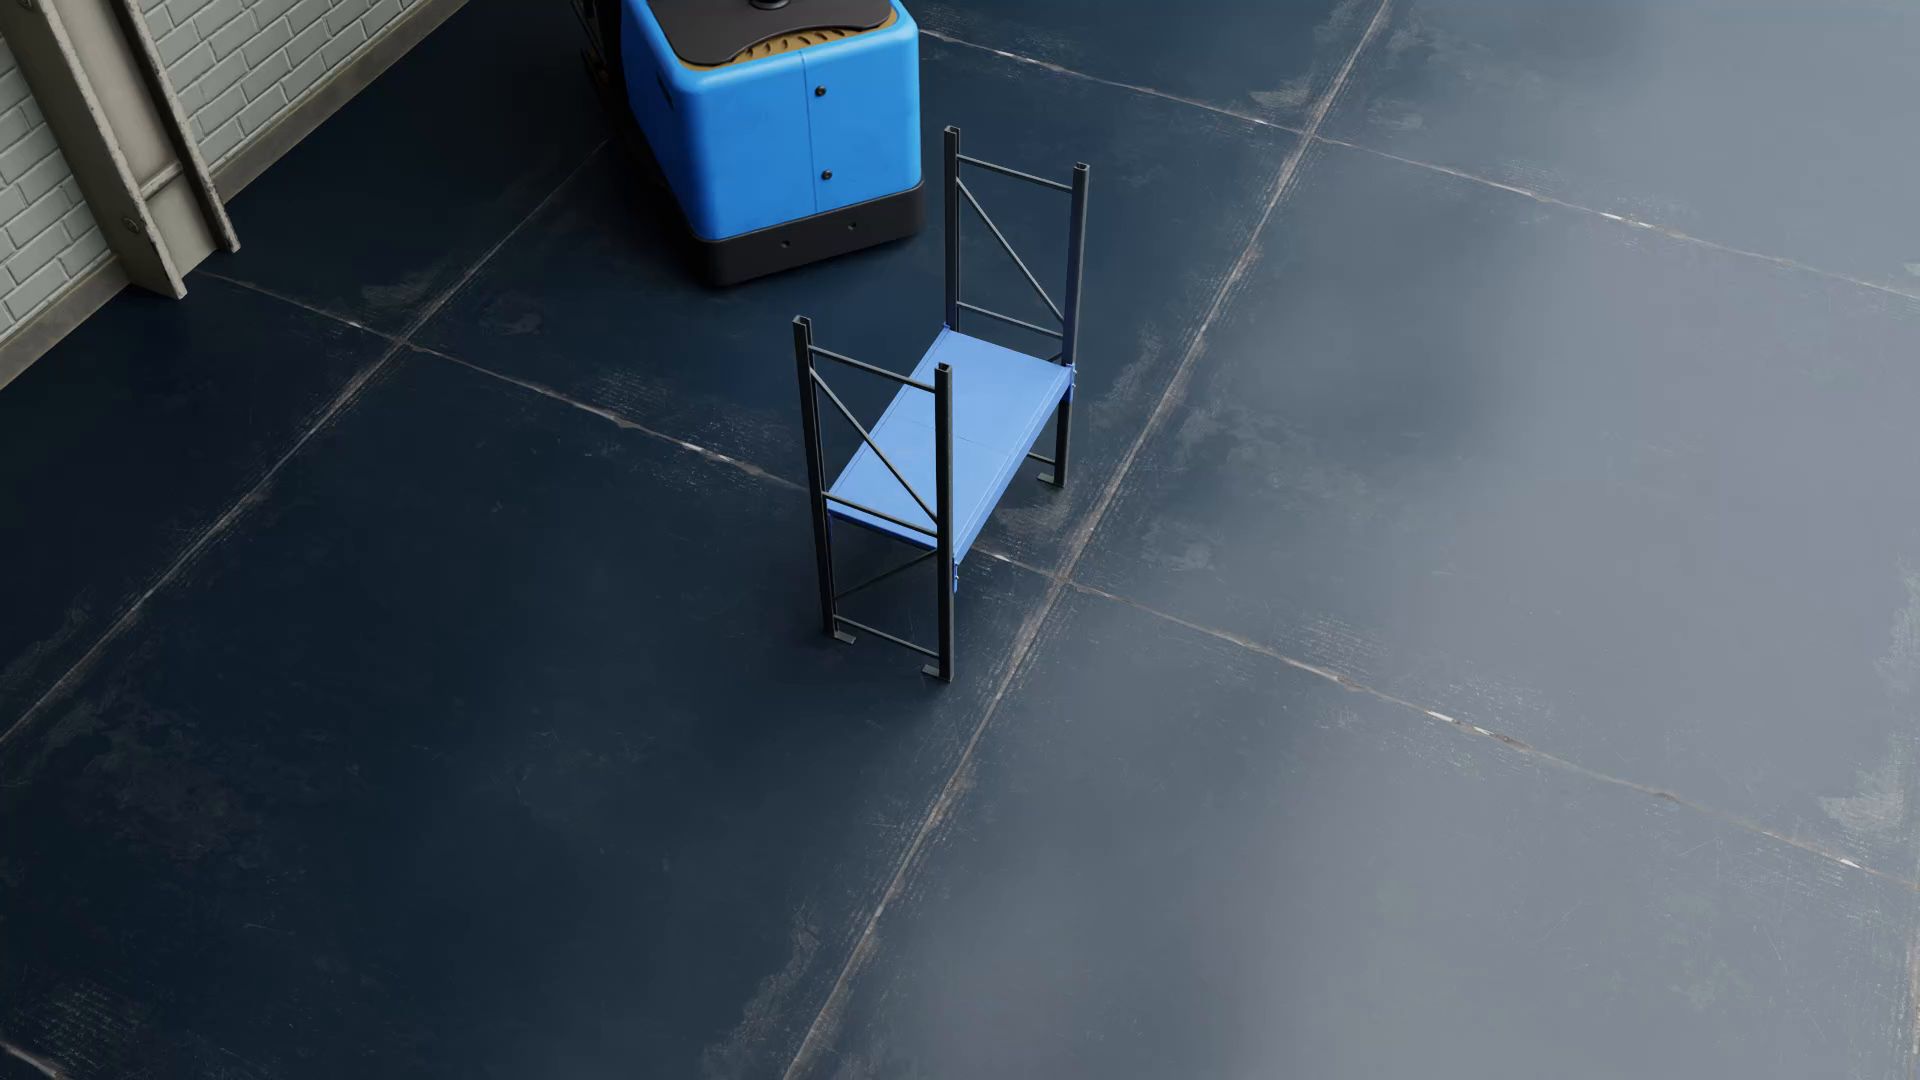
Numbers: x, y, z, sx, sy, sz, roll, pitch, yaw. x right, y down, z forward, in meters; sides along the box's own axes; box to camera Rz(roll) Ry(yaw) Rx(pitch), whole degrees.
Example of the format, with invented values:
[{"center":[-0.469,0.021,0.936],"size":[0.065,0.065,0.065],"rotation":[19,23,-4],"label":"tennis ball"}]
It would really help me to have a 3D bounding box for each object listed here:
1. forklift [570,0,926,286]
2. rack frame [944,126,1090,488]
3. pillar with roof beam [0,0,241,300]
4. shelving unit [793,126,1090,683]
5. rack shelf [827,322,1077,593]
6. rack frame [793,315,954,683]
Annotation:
[{"center":[-1.198,-3.173,7.026],"size":[1.130,2.935,3.031],"rotation":[-18,52,-15],"label":"forklift"},{"center":[0.181,-0.777,5.927],"size":[0.500,1.500,0.032],"rotation":[20,52,16],"label":"rack frame"},{"center":[0.492,-2.730,2.664],"size":[9.100,9.000,0.400],"rotation":[20,52,16],"label":"pillar with roof beam"},{"center":[-0.036,-0.427,5.629],"size":[0.538,1.500,1.048],"rotation":[20,52,16],"label":"shelving unit"},{"center":[-0.036,-0.311,5.766],"size":[0.538,0.185,1.000],"rotation":[20,52,16],"label":"rack shelf"},{"center":[-0.254,-0.077,5.331],"size":[0.500,1.500,0.032],"rotation":[20,52,16],"label":"rack frame"}]
